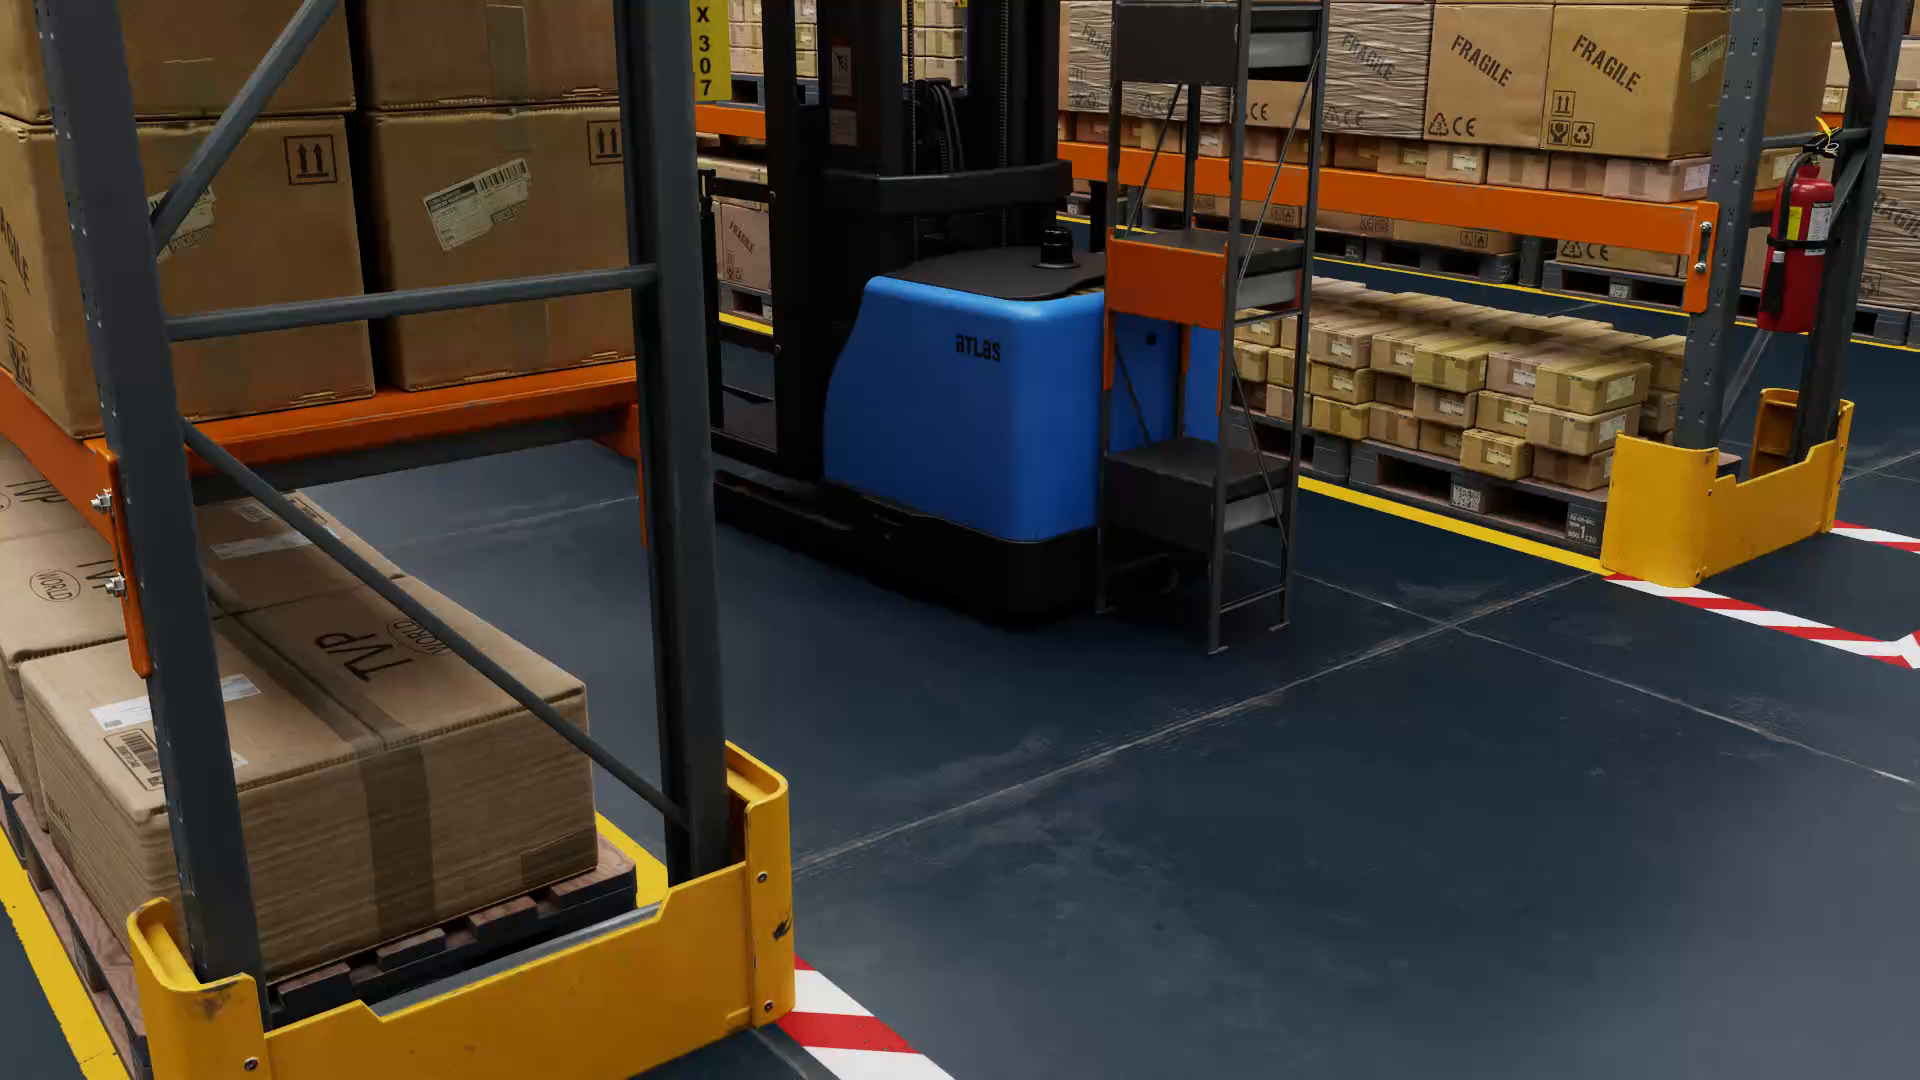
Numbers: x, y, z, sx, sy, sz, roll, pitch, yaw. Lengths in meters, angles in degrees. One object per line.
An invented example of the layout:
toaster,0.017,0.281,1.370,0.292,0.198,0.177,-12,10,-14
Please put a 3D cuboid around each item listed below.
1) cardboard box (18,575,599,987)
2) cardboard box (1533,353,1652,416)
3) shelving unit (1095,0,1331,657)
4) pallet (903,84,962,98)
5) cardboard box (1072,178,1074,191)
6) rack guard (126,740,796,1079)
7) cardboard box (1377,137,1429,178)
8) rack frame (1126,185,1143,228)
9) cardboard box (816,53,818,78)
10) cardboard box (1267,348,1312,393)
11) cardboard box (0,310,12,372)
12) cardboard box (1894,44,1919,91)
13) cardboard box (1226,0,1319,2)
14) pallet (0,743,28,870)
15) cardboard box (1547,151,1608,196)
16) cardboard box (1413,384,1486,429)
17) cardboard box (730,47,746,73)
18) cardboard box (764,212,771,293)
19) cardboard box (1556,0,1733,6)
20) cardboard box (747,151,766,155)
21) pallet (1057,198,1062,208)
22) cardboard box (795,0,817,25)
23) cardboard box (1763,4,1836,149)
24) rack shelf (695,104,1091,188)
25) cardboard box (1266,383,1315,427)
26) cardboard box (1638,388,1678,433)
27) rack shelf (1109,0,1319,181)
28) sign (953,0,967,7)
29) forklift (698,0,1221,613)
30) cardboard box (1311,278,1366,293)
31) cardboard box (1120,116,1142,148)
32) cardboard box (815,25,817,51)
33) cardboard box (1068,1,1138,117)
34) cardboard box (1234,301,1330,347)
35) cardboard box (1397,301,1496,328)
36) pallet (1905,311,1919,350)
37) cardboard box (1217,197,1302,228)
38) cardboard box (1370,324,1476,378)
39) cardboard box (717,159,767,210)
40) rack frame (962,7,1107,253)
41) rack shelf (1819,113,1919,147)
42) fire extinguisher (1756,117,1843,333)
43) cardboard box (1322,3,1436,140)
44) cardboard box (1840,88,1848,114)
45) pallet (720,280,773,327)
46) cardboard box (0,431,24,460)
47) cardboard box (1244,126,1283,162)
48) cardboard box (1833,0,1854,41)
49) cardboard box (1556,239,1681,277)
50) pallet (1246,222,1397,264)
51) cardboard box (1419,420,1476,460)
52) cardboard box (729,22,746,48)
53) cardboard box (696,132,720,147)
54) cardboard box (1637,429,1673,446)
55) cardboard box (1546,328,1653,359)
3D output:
cardboard box,-1.383,0.482,3.543,0.875,0.438,0.875,-15,23,-38
cardboard box,2.396,-0.592,6.300,0.380,0.149,0.250,-14,23,-35
shelving unit,0.771,-0.728,5.221,0.431,2.100,0.503,-16,24,-39
pallet,0.079,-2.494,9.428,1.003,0.211,1.213,-14,23,-36
cardboard box,1.121,-3.615,15.784,0.700,0.500,0.500,-16,24,-41
rack guard,-0.880,0.801,3.149,1.175,0.500,0.348,-14,23,-36
cardboard box,1.889,-1.545,6.657,0.380,0.149,0.250,-15,24,-38
rack frame,1.907,-4.297,14.569,1.000,3.000,0.127,-14,23,-36
cardboard box,-0.610,-2.763,9.666,0.380,0.149,0.250,-15,24,-38
cardboard box,1.571,-0.764,7.292,0.380,0.149,0.250,-13,22,-33
cardboard box,-1.701,-0.633,3.344,0.500,0.500,0.500,-15,23,-37
cardboard box,5.734,-2.714,9.553,0.500,0.250,0.500,-15,23,-38
cardboard box,1.468,-2.491,6.892,0.500,0.500,0.500,-15,23,-38
pallet,-2.206,0.450,4.669,1.003,0.211,1.213,-14,23,-36
cardboard box,2.374,-1.357,6.090,0.380,0.149,0.250,-14,23,-36
cardboard box,2.047,-0.572,6.713,0.380,0.149,0.250,-15,24,-38
cardboard box,-1.254,-3.021,10.445,0.380,0.149,0.250,-13,22,-34
cardboard box,-0.851,-1.768,10.239,0.500,0.500,0.500,-15,23,-37
cardboard box,2.444,-2.110,5.741,0.500,0.500,0.500,-15,23,-37
cardboard box,-1.092,-2.483,11.205,0.500,0.250,0.500,-14,23,-35
pallet,0.669,-3.467,16.497,1.003,0.211,1.213,-14,23,-36
cardboard box,-0.772,-3.113,9.778,0.380,0.149,0.250,-15,24,-39
cardboard box,2.861,-1.736,6.201,0.500,0.500,0.500,-13,22,-34
rack shelf,-0.802,-2.520,10.345,1.077,0.370,4.000,-14,23,-36
cardboard box,1.572,-0.624,7.341,0.380,0.149,0.250,-13,23,-35
cardboard box,2.799,-0.549,6.644,0.380,0.149,0.250,-13,22,-34
rack shelf,0.771,-1.380,5.005,0.431,0.518,0.480,-16,24,-39
sign,0.006,-2.809,8.232,0.100,0.325,0.005,-14,23,-36
forklift,-0.415,-1.538,6.343,1.130,2.935,3.031,-16,24,-39
cardboard box,1.732,-1.153,7.994,0.380,0.149,0.250,-15,24,-38
cardboard box,0.948,-1.943,7.858,0.380,0.149,0.250,-15,24,-38
cardboard box,-0.613,-2.907,9.627,0.380,0.149,0.250,-15,24,-39
cardboard box,0.862,-2.265,7.800,0.500,0.500,0.500,-14,23,-36
cardboard box,1.441,-0.982,7.476,0.380,0.149,0.250,-14,23,-36
cardboard box,2.159,-0.953,7.391,0.380,0.149,0.250,-13,22,-34
pallet,6.316,-1.184,9.602,1.003,0.211,1.213,-14,23,-36
cardboard box,2.866,-3.093,13.643,1.225,0.875,0.875,-14,23,-36
cardboard box,1.913,-0.781,6.869,0.380,0.149,0.250,-15,24,-38
cardboard box,-1.194,-2.256,10.520,0.500,0.250,0.500,-14,23,-36
rack frame,0.439,-2.369,8.744,1.000,3.000,0.127,-14,23,-36
rack shelf,5.632,-2.477,10.217,1.077,0.370,4.000,-14,23,-36
fire extinguisher,2.717,-1.017,5.378,0.296,0.674,0.183,-14,23,-36
cardboard box,1.804,-1.883,6.645,0.500,0.500,0.500,-14,23,-36
cardboard box,5.446,-2.607,9.863,0.380,0.149,0.250,-13,23,-35
pallet,-0.807,-1.537,10.669,1.003,0.211,1.213,-14,23,-36
cardboard box,-3.073,-0.185,5.557,0.875,0.438,0.875,-14,23,-37
cardboard box,1.417,-1.744,7.256,0.380,0.149,0.250,-13,22,-34
cardboard box,5.114,-3.320,10.188,0.500,0.500,0.500,-15,23,-38
cardboard box,4.737,-2.324,11.322,0.875,0.875,0.875,-14,23,-36
pallet,3.090,-2.464,13.468,1.003,0.211,1.213,-14,23,-36
cardboard box,2.097,-0.443,6.797,0.380,0.149,0.250,-14,23,-36
cardboard box,-1.252,-3.162,10.398,0.380,0.149,0.250,-14,23,-36
cardboard box,-2.352,-2.653,12.514,1.050,0.750,0.750,-14,23,-37
cardboard box,2.849,-0.420,6.728,0.380,0.149,0.250,-13,23,-35
cardboard box,2.598,-0.751,6.780,0.380,0.149,0.250,-13,23,-35
